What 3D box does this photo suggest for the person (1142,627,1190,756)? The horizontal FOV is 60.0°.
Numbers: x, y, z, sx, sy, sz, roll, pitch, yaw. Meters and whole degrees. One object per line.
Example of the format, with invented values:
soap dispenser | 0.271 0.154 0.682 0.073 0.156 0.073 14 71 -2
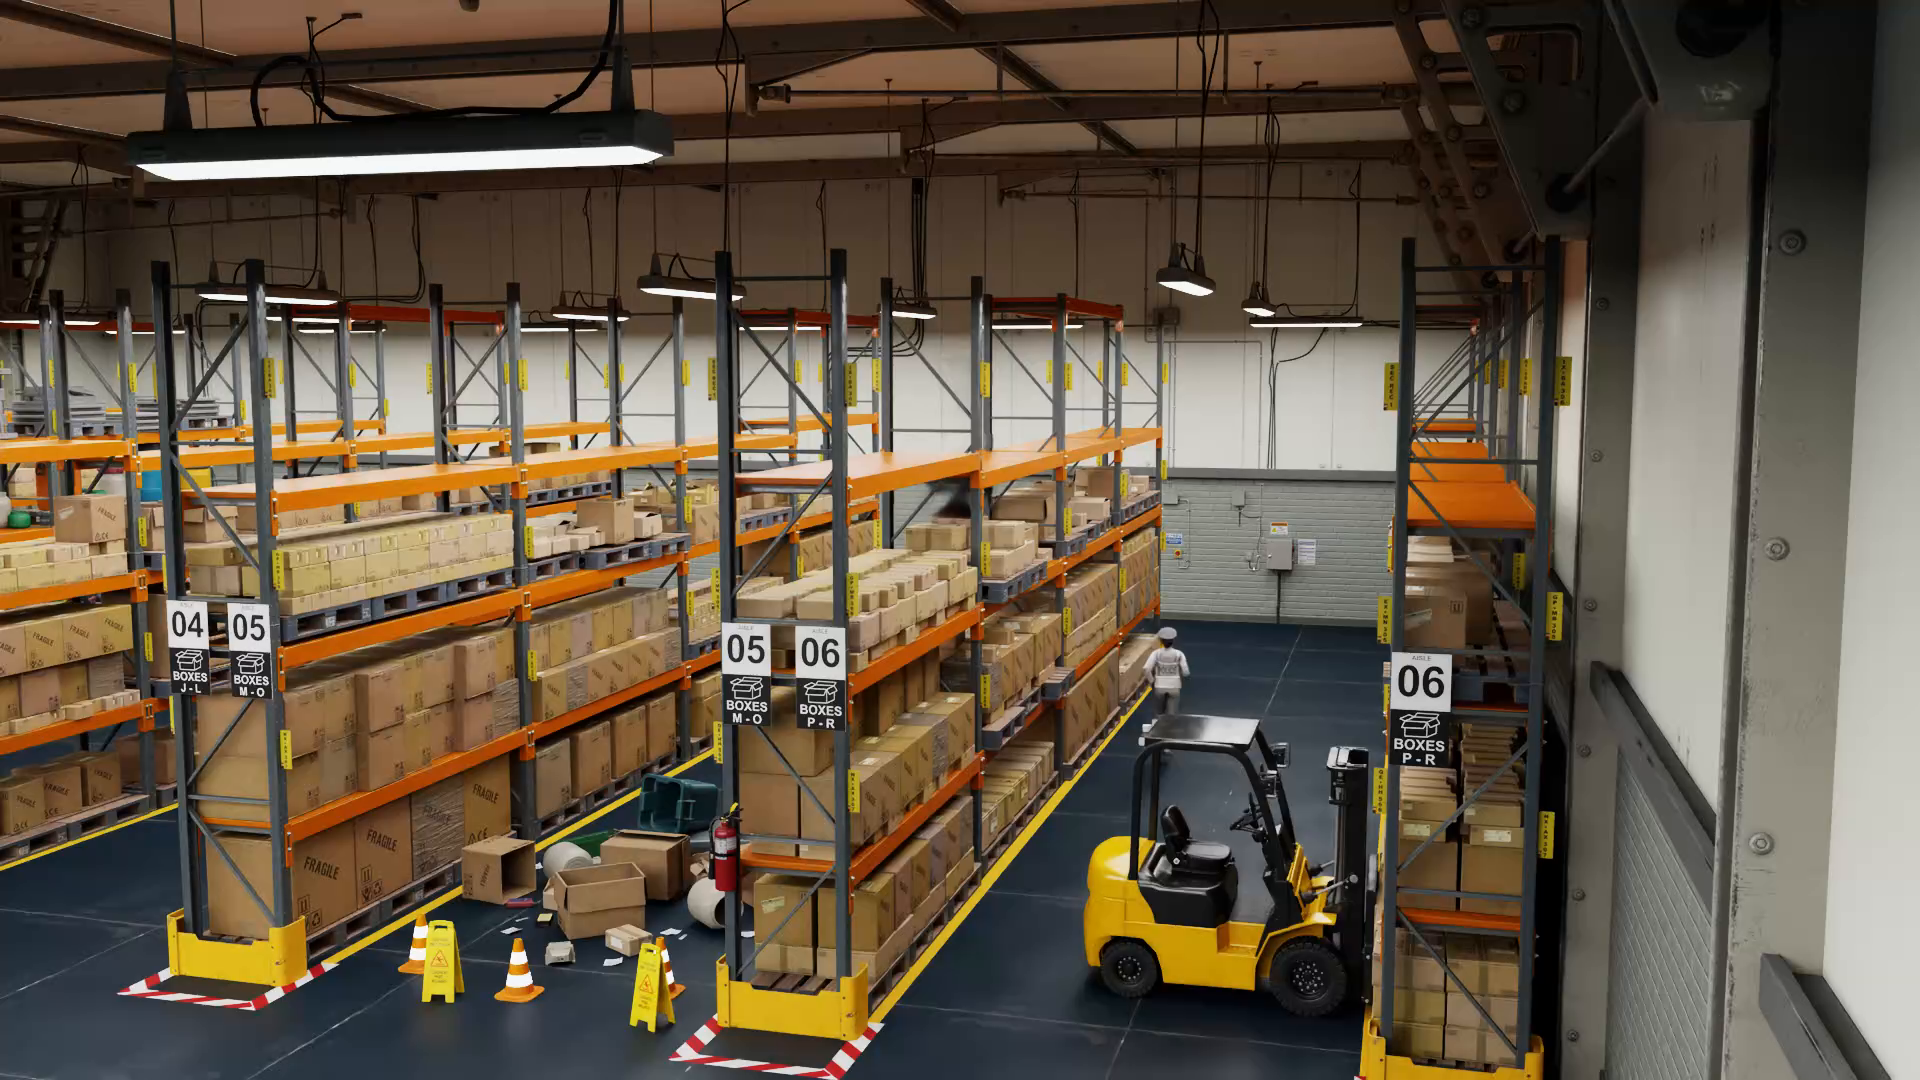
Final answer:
person | 2.709 2.012 21.828 0.596 1.735 0.720 1 6 13
